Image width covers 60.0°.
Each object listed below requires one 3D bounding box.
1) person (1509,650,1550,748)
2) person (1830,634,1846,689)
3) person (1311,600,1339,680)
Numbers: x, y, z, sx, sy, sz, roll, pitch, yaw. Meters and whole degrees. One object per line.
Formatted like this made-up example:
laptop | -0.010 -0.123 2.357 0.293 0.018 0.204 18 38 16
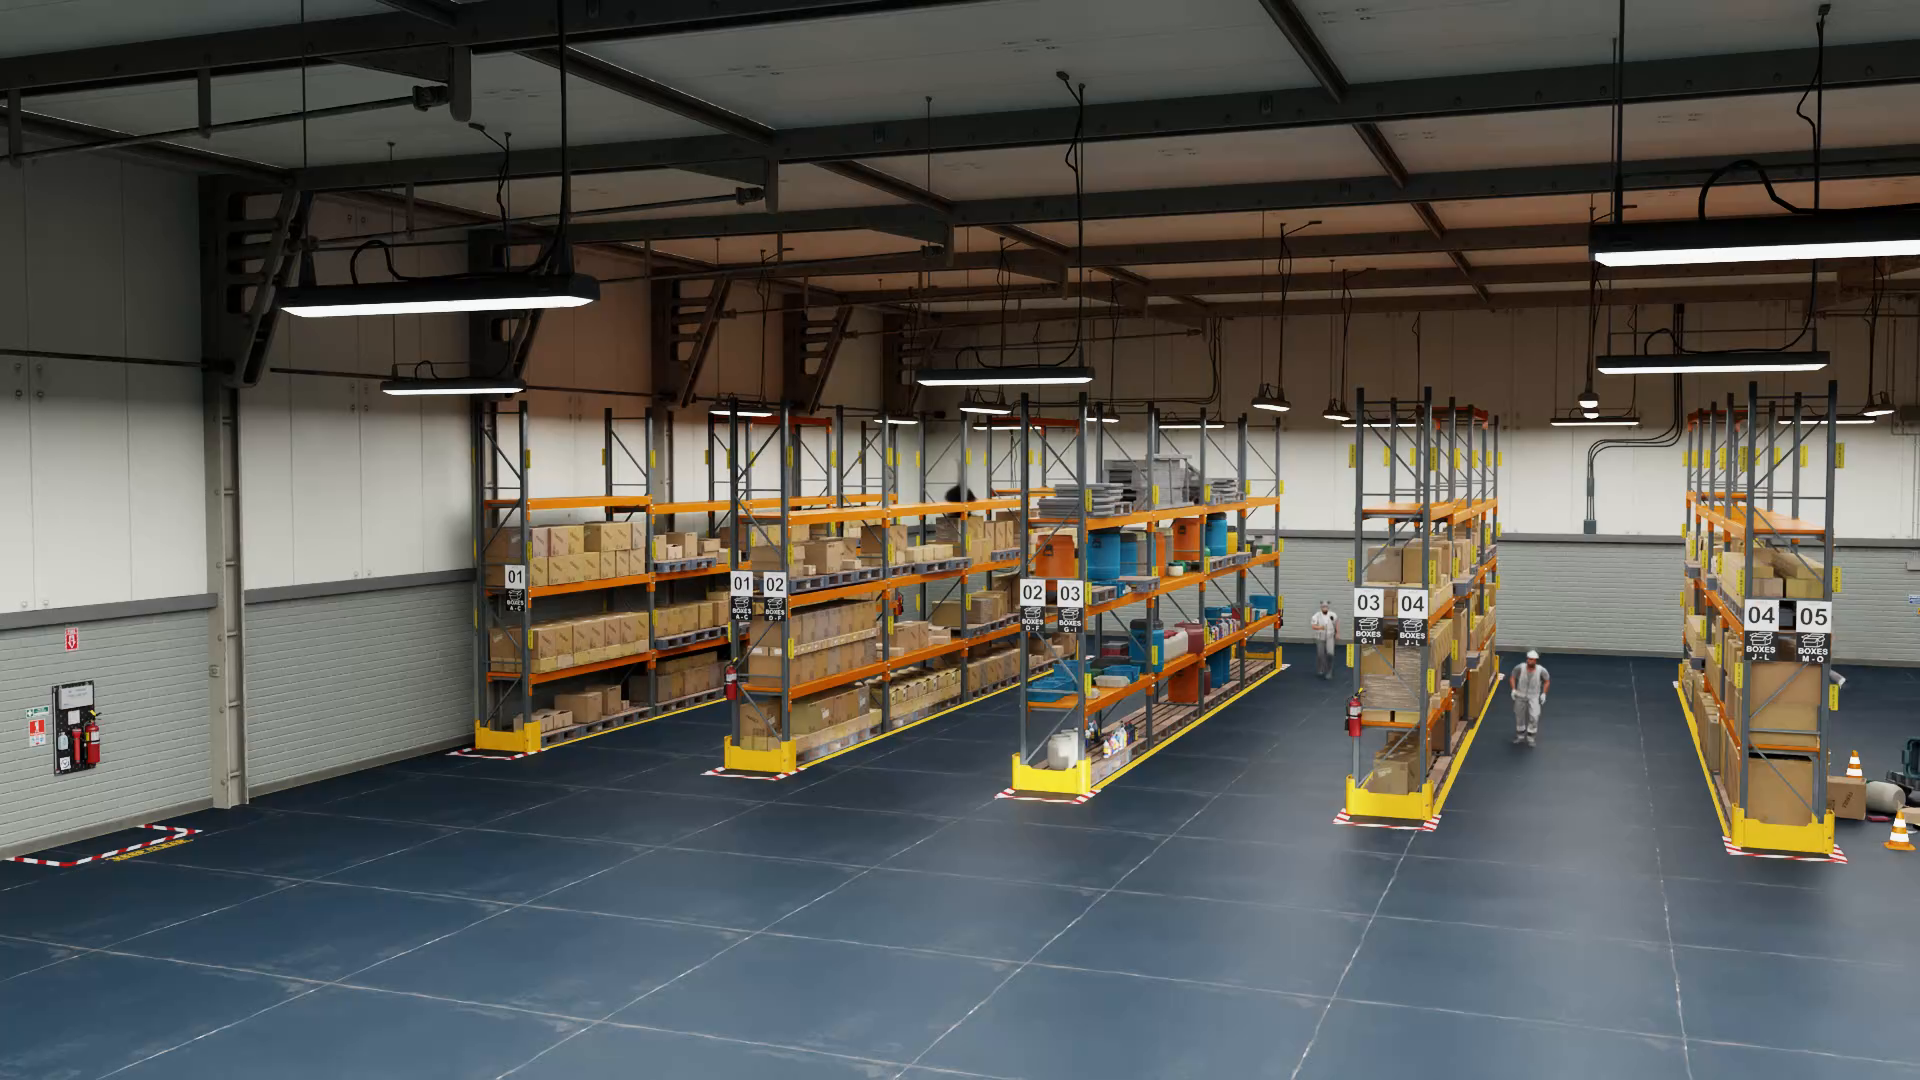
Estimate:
person | 9.915 2.746 28.968 0.654 1.703 0.707 1 3 27
person | 18.728 2.464 35.917 0.718 1.648 0.651 1 3 24
person | 8.332 2.282 37.980 0.627 1.838 0.852 0 3 8
